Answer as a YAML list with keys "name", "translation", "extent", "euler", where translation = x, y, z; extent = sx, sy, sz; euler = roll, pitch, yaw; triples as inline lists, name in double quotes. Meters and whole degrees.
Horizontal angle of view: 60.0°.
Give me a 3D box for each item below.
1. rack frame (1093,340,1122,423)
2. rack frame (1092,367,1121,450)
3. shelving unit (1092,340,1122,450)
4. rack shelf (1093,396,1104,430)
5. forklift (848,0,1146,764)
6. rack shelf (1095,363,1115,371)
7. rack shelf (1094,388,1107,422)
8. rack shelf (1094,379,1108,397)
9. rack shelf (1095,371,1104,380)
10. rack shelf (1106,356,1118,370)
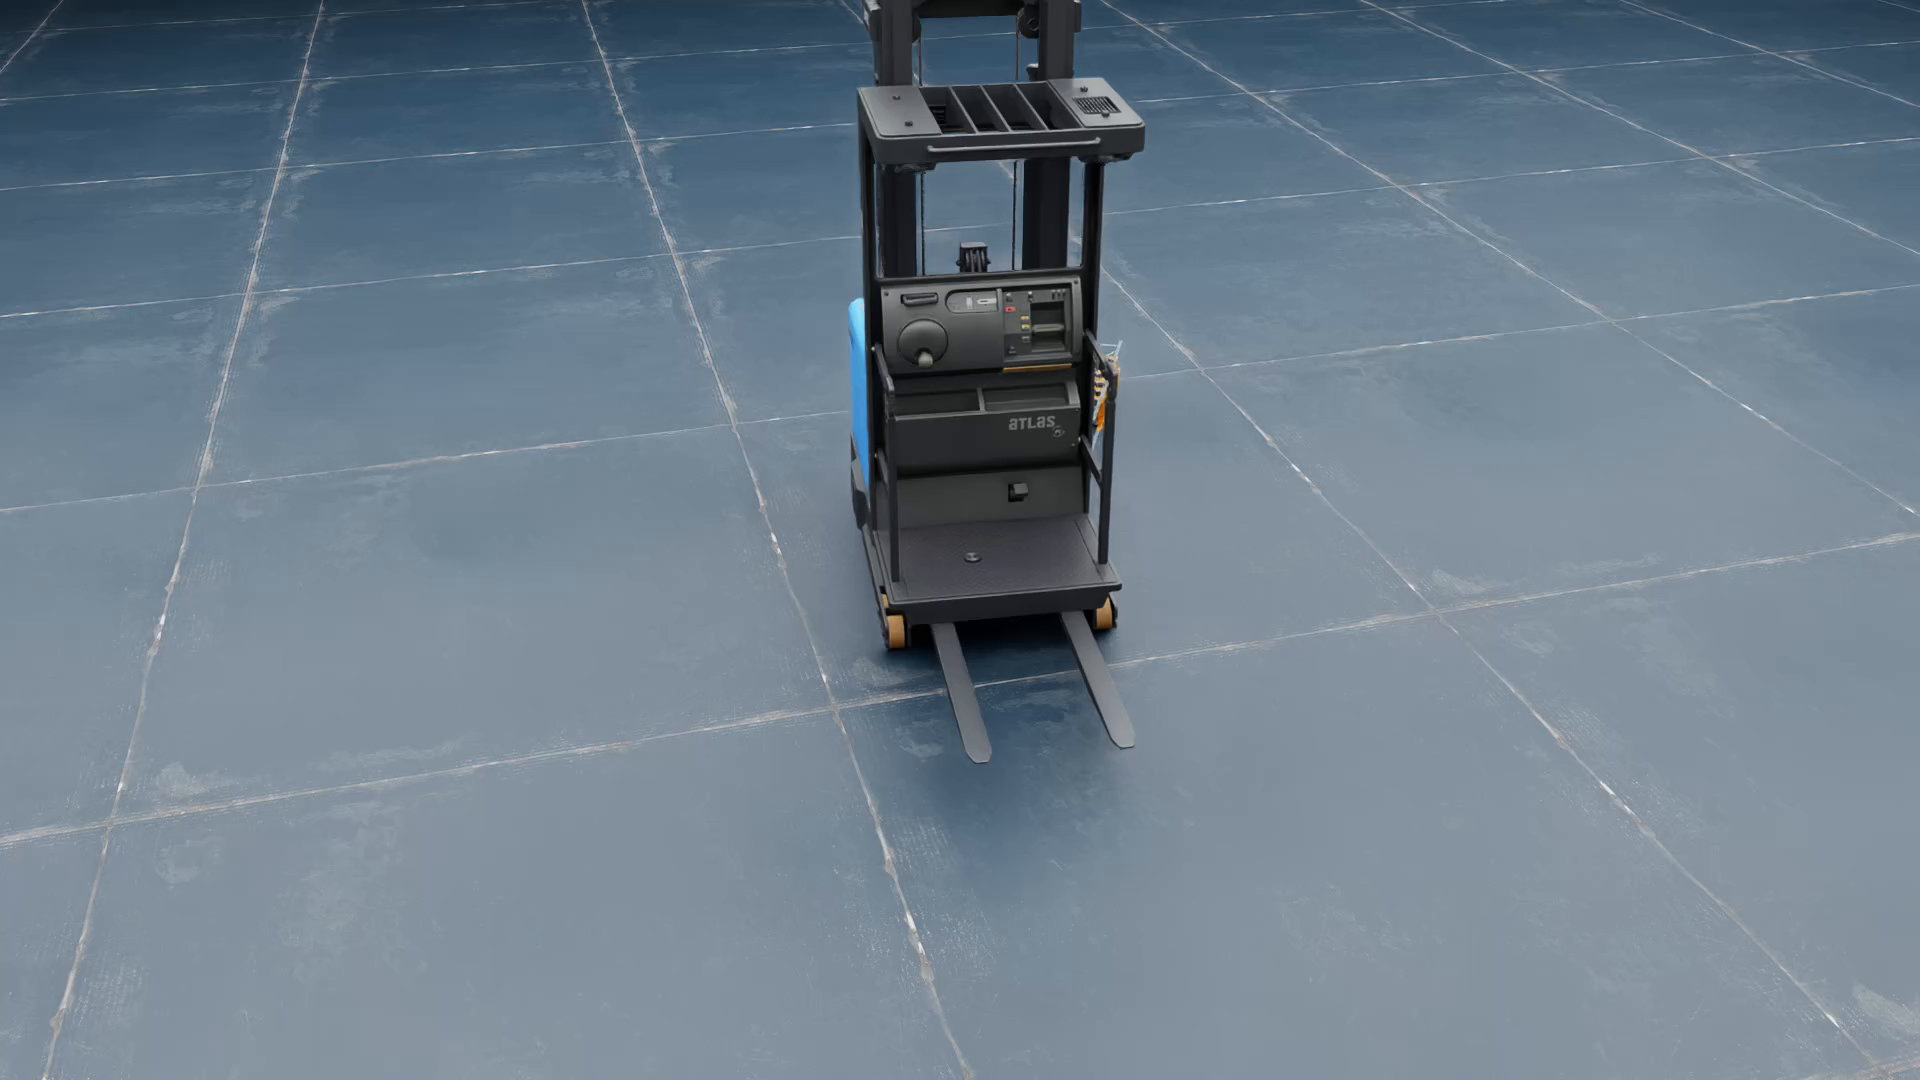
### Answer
- name: "rack frame"
  translation: [0.784, -0.982, 10.071]
  extent: [0.240, 0.006, 1.200]
  euler: [6, 31, 11]
- name: "rack frame"
  translation: [0.784, -0.824, 10.163]
  extent: [0.240, 0.006, 1.200]
  euler: [6, 31, 11]
- name: "shelving unit"
  translation: [0.784, -0.903, 10.117]
  extent: [0.258, 0.189, 1.200]
  euler: [6, 31, 11]
- name: "rack shelf"
  translation: [0.722, -0.764, 9.876]
  extent: [0.258, 0.180, 0.103]
  euler: [6, 31, 11]
- name: "forklift"
  translation: [0.141, -0.946, 7.459]
  extent: [1.130, 2.935, 3.031]
  euler: [-5, 30, -8]
- name: "rack shelf"
  translation: [0.826, -0.999, 10.282]
  extent: [0.258, 0.180, 0.103]
  euler: [6, 31, 11]
- name: "rack shelf"
  translation: [0.748, -0.823, 9.978]
  extent: [0.258, 0.180, 0.103]
  euler: [6, 31, 11]
- name: "rack shelf"
  translation: [0.774, -0.881, 10.079]
  extent: [0.258, 0.180, 0.103]
  euler: [6, 31, 11]
- name: "rack shelf"
  translation: [0.800, -0.940, 10.181]
  extent: [0.258, 0.180, 0.103]
  euler: [6, 31, 11]
- name: "rack shelf"
  translation: [0.852, -1.057, 10.383]
  extent: [0.258, 0.180, 0.103]
  euler: [6, 31, 11]
